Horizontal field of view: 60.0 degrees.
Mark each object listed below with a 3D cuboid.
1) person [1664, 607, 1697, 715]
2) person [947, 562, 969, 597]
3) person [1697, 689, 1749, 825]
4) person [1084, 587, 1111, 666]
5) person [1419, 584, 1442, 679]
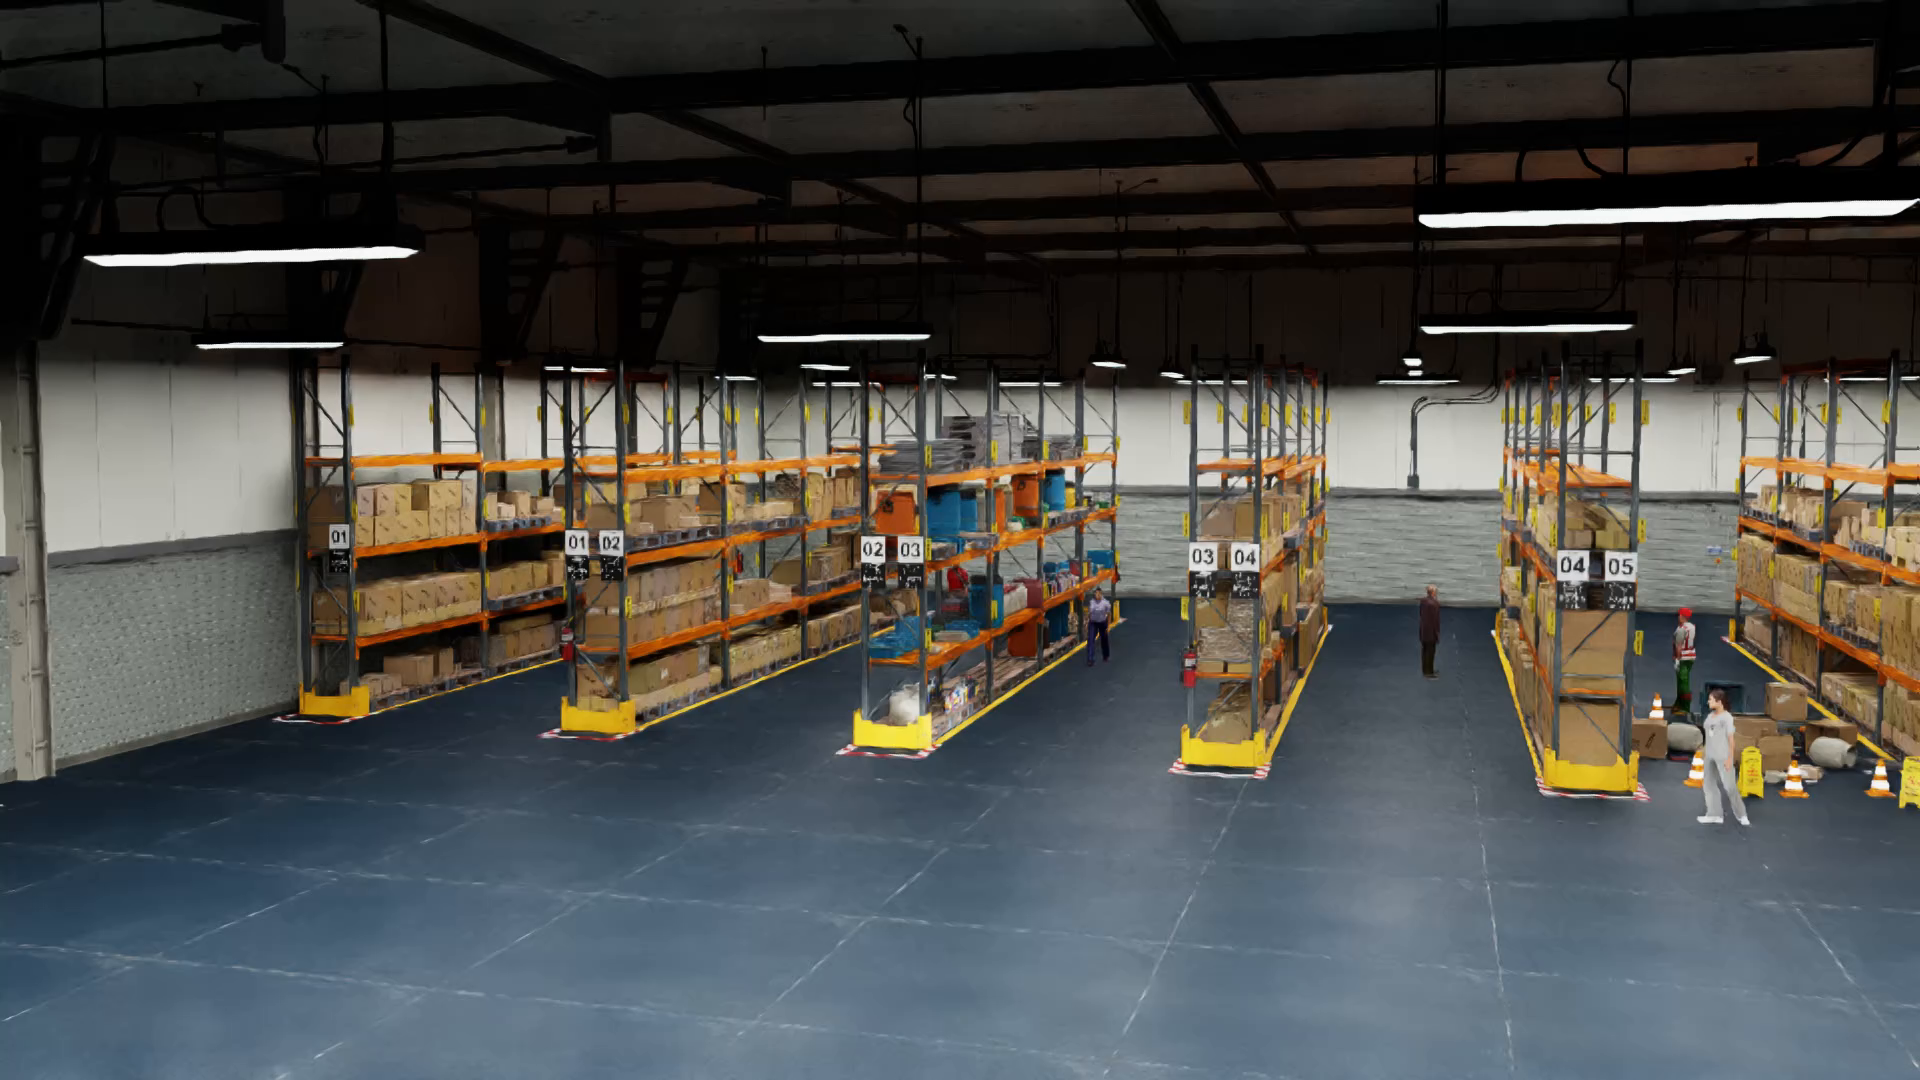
[{"bbox_3d":[12.056,2.006,27.851,0.608,1.787,0.488,-4,6,-45],"label":"person"},{"bbox_3d":[-0.057,1.237,39.027,0.556,1.669,1.040,1,4,15],"label":"person"},{"bbox_3d":[9.378,2.653,20.380,0.543,1.664,0.567,-1,4,-13],"label":"person"},{"bbox_3d":[2.794,1.715,33.323,0.478,1.554,1.093,1,4,13],"label":"person"},{"bbox_3d":[8.986,1.721,31.631,0.520,1.790,0.656,-1,4,-14],"label":"person"}]
